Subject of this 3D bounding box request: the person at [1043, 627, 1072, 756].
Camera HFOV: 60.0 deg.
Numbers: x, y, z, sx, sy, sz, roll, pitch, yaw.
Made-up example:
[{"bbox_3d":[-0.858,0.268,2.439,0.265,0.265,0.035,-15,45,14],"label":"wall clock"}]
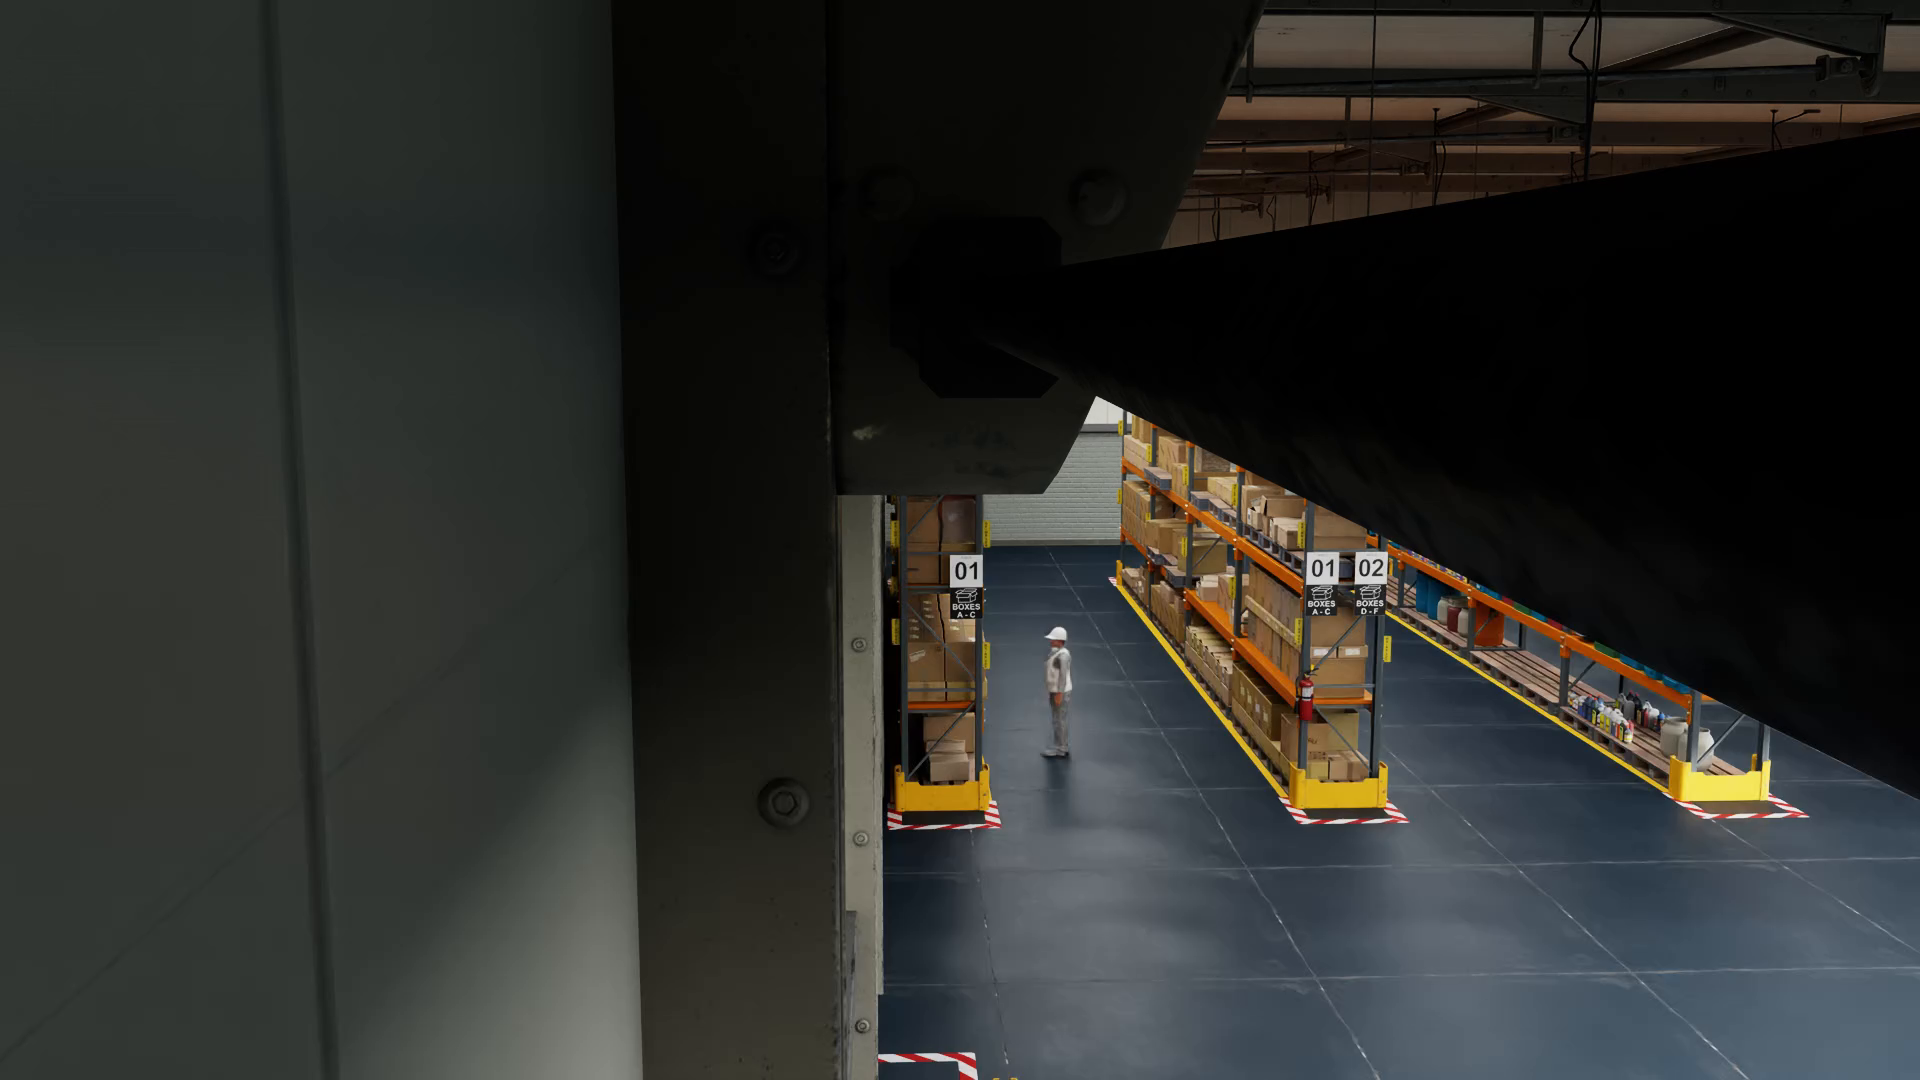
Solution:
[{"bbox_3d":[1.328,2.080,22.916,0.391,1.787,0.596,-1,8,-6],"label":"person"}]
